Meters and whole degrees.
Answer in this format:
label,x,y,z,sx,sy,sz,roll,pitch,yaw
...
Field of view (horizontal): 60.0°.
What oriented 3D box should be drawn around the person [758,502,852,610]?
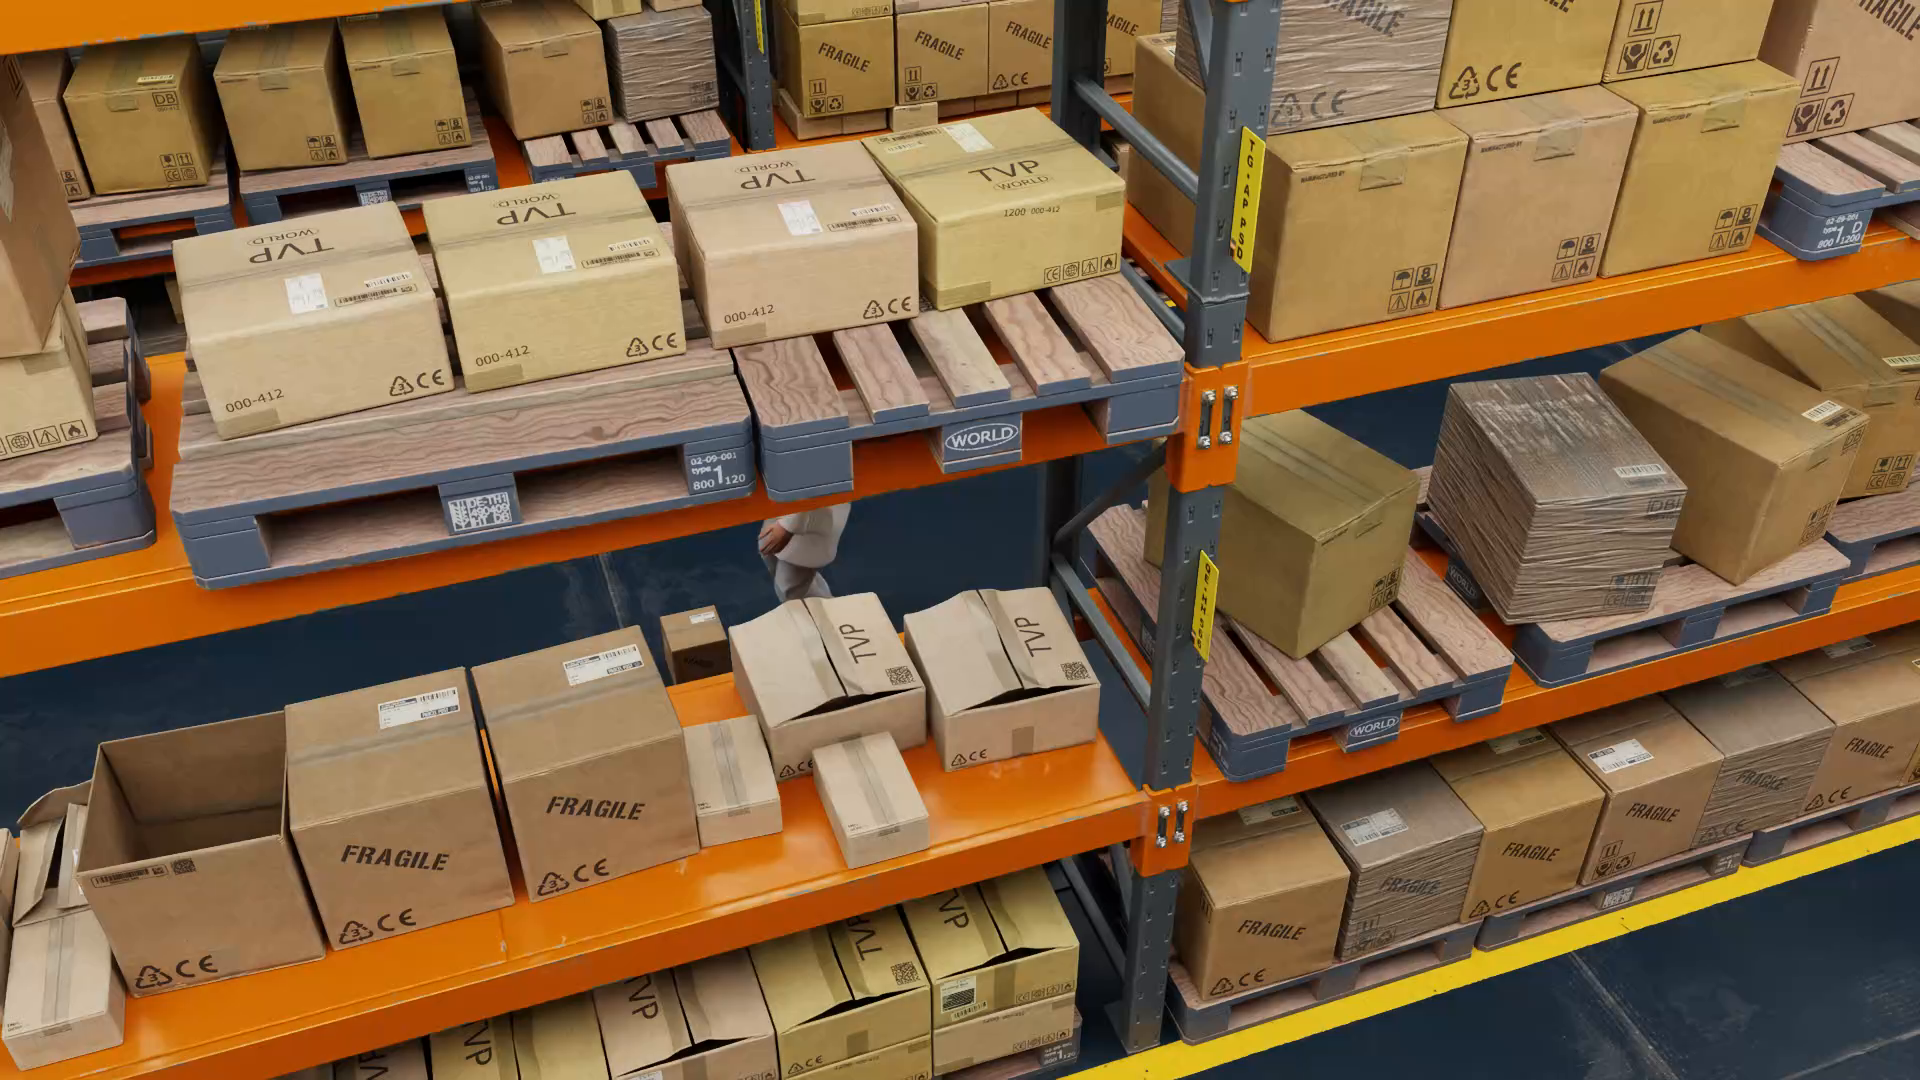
label,x,y,z,sx,sy,sz,roll,pitch,yaw
person,-0.686,-0.177,7.103,0.459,1.703,0.599,-12,39,-15
